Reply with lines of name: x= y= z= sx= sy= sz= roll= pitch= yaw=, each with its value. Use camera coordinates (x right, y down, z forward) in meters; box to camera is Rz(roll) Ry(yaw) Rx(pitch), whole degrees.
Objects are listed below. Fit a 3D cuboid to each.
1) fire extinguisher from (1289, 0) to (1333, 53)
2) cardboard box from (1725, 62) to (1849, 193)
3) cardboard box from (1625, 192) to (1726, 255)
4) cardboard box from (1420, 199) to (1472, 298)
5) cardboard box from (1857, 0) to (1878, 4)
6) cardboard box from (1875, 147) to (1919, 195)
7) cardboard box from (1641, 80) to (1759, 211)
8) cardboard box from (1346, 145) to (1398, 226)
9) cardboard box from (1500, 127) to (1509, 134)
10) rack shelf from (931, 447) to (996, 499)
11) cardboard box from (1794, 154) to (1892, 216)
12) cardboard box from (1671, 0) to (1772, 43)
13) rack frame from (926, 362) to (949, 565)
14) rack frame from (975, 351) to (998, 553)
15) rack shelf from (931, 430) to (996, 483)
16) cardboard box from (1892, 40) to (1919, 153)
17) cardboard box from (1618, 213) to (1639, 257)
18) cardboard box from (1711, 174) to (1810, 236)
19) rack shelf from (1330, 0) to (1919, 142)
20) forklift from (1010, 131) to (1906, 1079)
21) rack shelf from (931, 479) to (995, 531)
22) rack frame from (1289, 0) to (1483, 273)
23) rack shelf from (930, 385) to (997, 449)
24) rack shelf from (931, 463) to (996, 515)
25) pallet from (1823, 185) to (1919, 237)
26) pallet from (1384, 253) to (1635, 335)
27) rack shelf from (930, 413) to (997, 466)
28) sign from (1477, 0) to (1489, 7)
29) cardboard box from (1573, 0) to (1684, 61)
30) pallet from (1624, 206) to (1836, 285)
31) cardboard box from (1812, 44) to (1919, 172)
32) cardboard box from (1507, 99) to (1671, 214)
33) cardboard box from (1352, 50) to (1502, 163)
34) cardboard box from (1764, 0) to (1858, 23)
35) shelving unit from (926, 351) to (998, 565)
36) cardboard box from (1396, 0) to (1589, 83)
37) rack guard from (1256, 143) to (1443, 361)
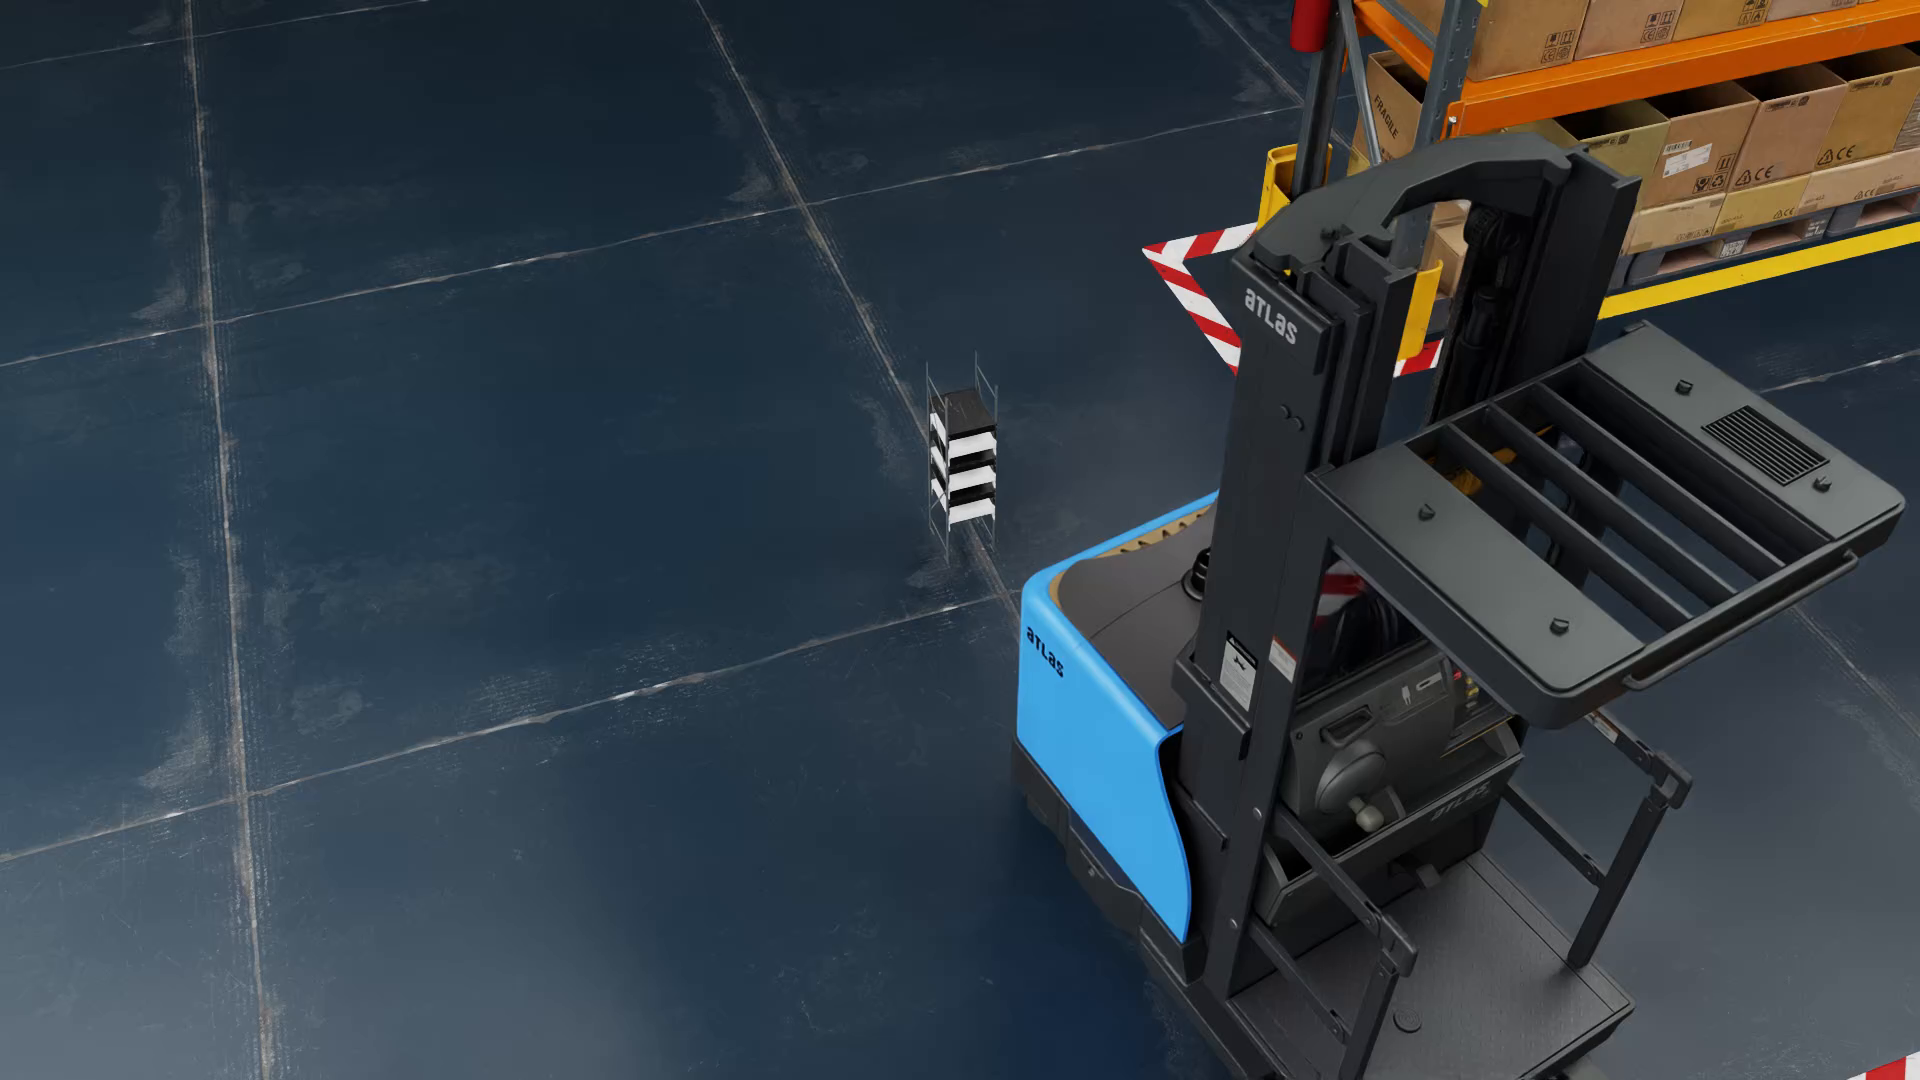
fire extinguisher: x=1.625 y=-2.557 z=7.545 sx=0.183 sy=0.674 sz=0.296 roll=-14 pitch=47 yaw=-14
cardboard box: x=3.886 y=-2.086 z=8.136 sx=0.500 sy=0.500 sz=0.500 roll=-14 pitch=47 yaw=-14
cardboard box: x=3.414 y=-1.705 z=8.285 sx=0.500 sy=0.250 sz=0.500 roll=-14 pitch=47 yaw=-14
cardboard box: x=2.474 y=-1.462 z=8.043 sx=0.500 sy=0.250 sz=0.500 roll=-14 pitch=47 yaw=-14
cardboard box: x=4.274 y=-2.941 z=7.802 sx=0.500 sy=0.500 sz=0.700 roll=-14 pitch=47 yaw=-13
cardboard box: x=4.821 y=-2.072 z=8.652 sx=0.500 sy=0.250 sz=0.500 roll=-14 pitch=47 yaw=-14
cardboard box: x=3.410 y=-1.977 z=8.027 sx=0.500 sy=0.500 sz=0.500 roll=-14 pitch=47 yaw=-14
cardboard box: x=2.298 y=-1.807 z=8.387 sx=0.500 sy=0.250 sz=0.500 roll=-14 pitch=47 yaw=-14
cardboard box: x=2.764 y=-1.935 z=8.515 sx=0.500 sy=0.250 sz=0.500 roll=-14 pitch=47 yaw=-14
rack shelf: x=0.008 y=-0.296 z=6.766 sx=0.200 sy=0.077 sz=0.258 roll=-14 pitch=47 yaw=-14
cardboard box: x=4.356 y=-1.942 z=8.522 sx=0.500 sy=0.250 sz=0.500 roll=-14 pitch=47 yaw=-14
cardboard box: x=3.299 y=-2.688 z=7.550 sx=0.500 sy=0.500 sz=0.700 roll=-14 pitch=47 yaw=-14
rack frame: x=-0.088 y=-0.295 z=6.718 sx=0.006 sy=0.900 sz=0.240 roll=-14 pitch=47 yaw=-14
rack frame: x=0.103 y=-0.344 z=6.767 sx=0.006 sy=0.900 sz=0.240 roll=-14 pitch=47 yaw=-14
rack shelf: x=0.008 y=-0.360 z=6.702 sx=0.200 sy=0.077 sz=0.258 roll=-14 pitch=47 yaw=-14
cardboard box: x=4.820 y=-2.338 z=8.387 sx=0.500 sy=0.500 sz=0.500 roll=-14 pitch=47 yaw=-14
cardboard box: x=2.943 y=-1.585 z=8.166 sx=0.500 sy=0.250 sz=0.500 roll=-14 pitch=47 yaw=-14
cardboard box: x=3.886 y=-1.822 z=8.402 sx=0.500 sy=0.250 sz=0.500 roll=-14 pitch=47 yaw=-14
rack shelf: x=3.775 y=-2.531 z=7.972 sx=4.000 sy=0.370 sz=1.077 roll=-14 pitch=47 yaw=-14
forklift: x=1.384 y=0.564 z=4.428 sx=1.130 sy=2.935 sz=3.031 roll=-23 pitch=50 yaw=-22
rack shelf: x=0.008 y=-0.169 z=6.894 sx=0.200 sy=0.077 sz=0.258 roll=-14 pitch=47 yaw=-14
rack frame: x=1.894 y=-2.304 z=7.237 sx=0.127 sy=3.000 sz=1.000 roll=-14 pitch=47 yaw=-14
rack shelf: x=0.008 y=-0.487 z=6.575 sx=0.200 sy=0.077 sz=0.258 roll=-14 pitch=47 yaw=-14
rack shelf: x=0.008 y=-0.233 z=6.830 sx=0.200 sy=0.077 sz=0.258 roll=-14 pitch=47 yaw=-14
pallet: x=4.894 y=-2.118 z=9.021 sx=1.213 sy=0.211 sz=1.003 roll=-14 pitch=47 yaw=-14
pallet: x=2.599 y=-1.531 z=8.436 sx=1.213 sy=0.211 sz=1.003 roll=-14 pitch=47 yaw=-14
rack shelf: x=0.008 y=-0.423 z=6.639 sx=0.200 sy=0.077 sz=0.258 roll=-14 pitch=47 yaw=-14
sign: x=2.077 y=-2.266 z=6.533 sx=0.005 sy=0.325 sz=0.100 roll=-14 pitch=47 yaw=-14
cardboard box: x=2.830 y=-2.572 z=7.434 sx=0.500 sy=0.500 sz=0.700 roll=-13 pitch=47 yaw=-13
pallet: x=3.745 y=-1.822 z=8.726 sx=1.213 sy=0.211 sz=1.003 roll=-14 pitch=47 yaw=-14
cardboard box: x=4.351 y=-2.215 z=8.265 sx=0.500 sy=0.500 sz=0.500 roll=-14 pitch=47 yaw=-14
cardboard box: x=2.944 y=-1.848 z=7.899 sx=0.500 sy=0.500 sz=0.500 roll=-14 pitch=47 yaw=-14
cardboard box: x=2.298 y=-2.073 z=8.123 sx=0.500 sy=0.500 sz=0.500 roll=-14 pitch=47 yaw=-14
cardboard box: x=3.793 y=-2.817 z=7.678 sx=0.500 sy=0.500 sz=0.700 roll=-13 pitch=47 yaw=-13
shelving unit: x=0.008 y=-0.320 z=6.743 sx=0.210 sy=0.900 sz=0.258 roll=-14 pitch=47 yaw=-14
cardboard box: x=2.338 y=-2.443 z=7.305 sx=0.500 sy=0.500 sz=0.700 roll=-14 pitch=47 yaw=-14
rack guard: x=1.872 y=-1.415 z=8.117 sx=0.348 sy=0.500 sz=1.175 roll=-14 pitch=47 yaw=-14
